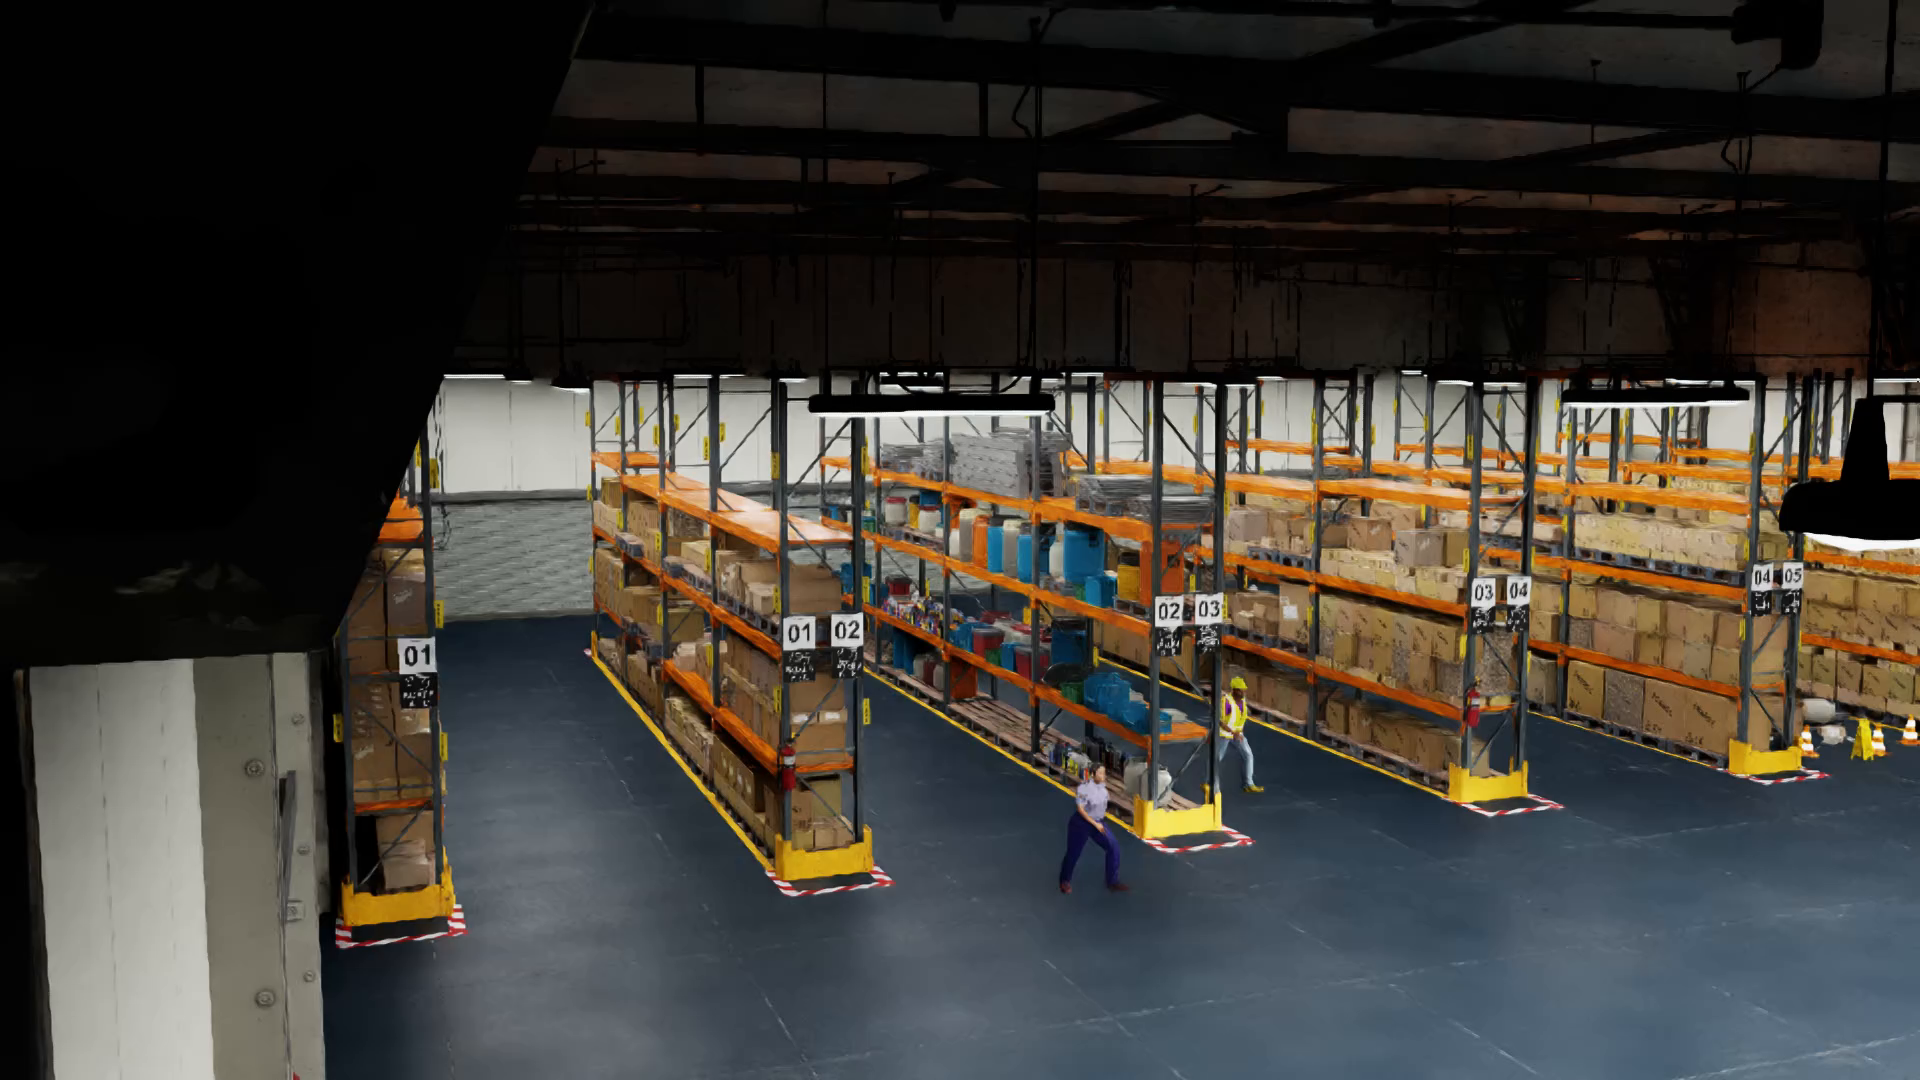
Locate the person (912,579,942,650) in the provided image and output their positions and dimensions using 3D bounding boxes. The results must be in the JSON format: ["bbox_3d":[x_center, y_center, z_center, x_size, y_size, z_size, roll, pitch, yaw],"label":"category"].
[{"bbox_3d":[-0.840,1.590,35.264,0.638,1.607,0.814,-5,8,-37],"label":"person"}]

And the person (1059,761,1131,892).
[{"bbox_3d":[1.545,3.372,19.574,0.643,1.569,0.749,-6,9,-42],"label":"person"}]

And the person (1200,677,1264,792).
[{"bbox_3d":[3.895,2.804,24.031,0.700,1.705,0.840,-5,8,-37],"label":"person"}]

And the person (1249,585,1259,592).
[{"bbox_3d":[5.810,1.751,33.386,0.677,1.742,0.552,-3,7,-22],"label":"person"}]
